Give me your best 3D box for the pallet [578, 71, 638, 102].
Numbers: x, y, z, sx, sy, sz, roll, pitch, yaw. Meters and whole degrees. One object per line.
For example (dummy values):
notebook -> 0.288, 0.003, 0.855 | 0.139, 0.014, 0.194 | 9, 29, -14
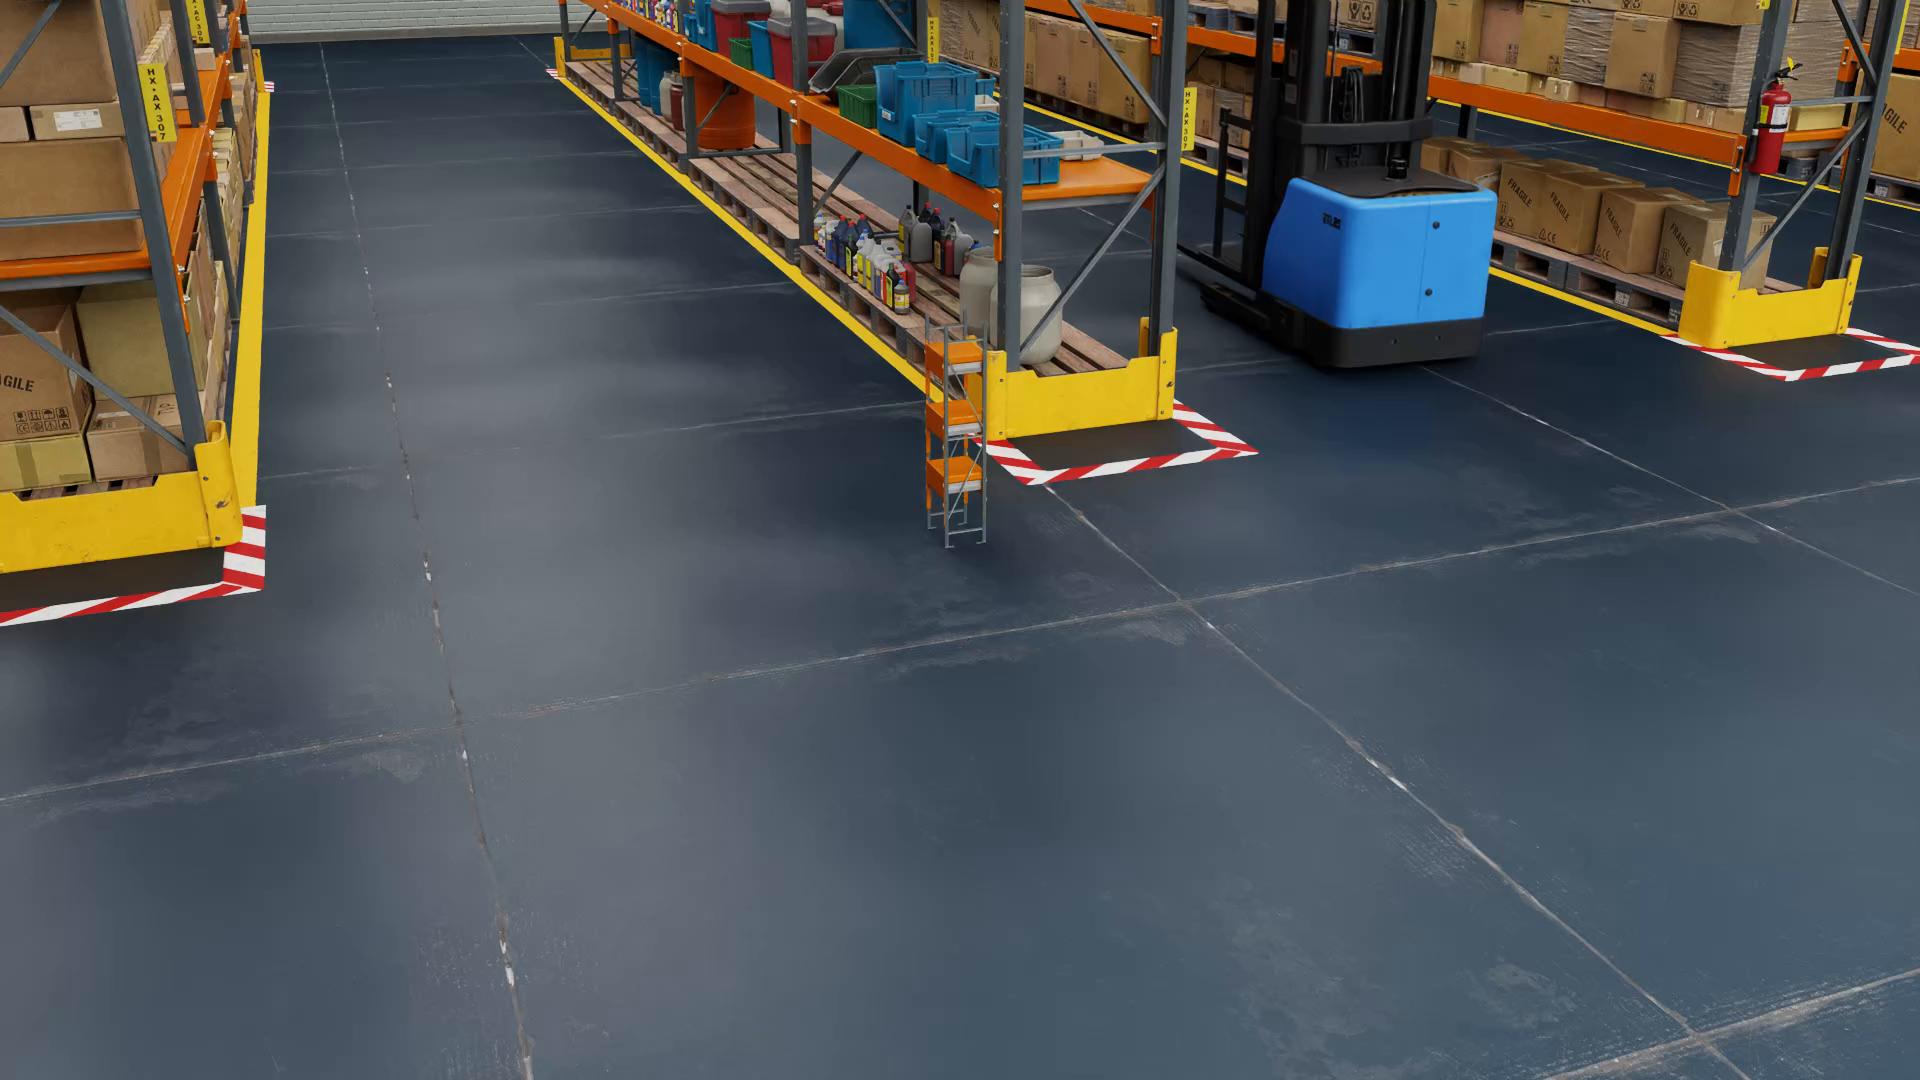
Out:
pallet -> -4.282, -5.815, 21.276 | 1.003, 0.211, 1.213 | -8, 24, -19

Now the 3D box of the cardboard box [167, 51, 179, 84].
cardboard box -> -5.802, -3.328, 11.655 | 0.500, 0.500, 0.500 | -7, 24, -15

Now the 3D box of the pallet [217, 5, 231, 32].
pallet -> -7.465, -4.880, 15.714 | 1.003, 0.211, 1.213 | -8, 24, -19

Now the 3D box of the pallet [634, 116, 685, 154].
pallet -> -2.883, -4.379, 17.869 | 1.003, 0.211, 1.213 | -8, 24, -19

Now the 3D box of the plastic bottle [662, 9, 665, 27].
plastic bottle -> -2.888, -5.172, 16.415 | 0.097, 0.201, 0.097 | 0, 23, 0

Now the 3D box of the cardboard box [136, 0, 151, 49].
cardboard box -> -4.842, -2.927, 9.034 | 0.700, 0.500, 0.500 | -8, 24, -19

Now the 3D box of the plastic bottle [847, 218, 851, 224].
plastic bottle -> -0.783, -2.164, 11.953 | 0.061, 0.283, 0.133 | -8, 24, -19

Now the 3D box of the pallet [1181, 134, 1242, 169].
pallet -> 2.770, -4.051, 17.091 | 1.003, 0.211, 1.213 | -8, 24, -19

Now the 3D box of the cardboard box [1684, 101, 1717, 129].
cardboard box -> 4.940, -2.764, 10.770 | 0.380, 0.149, 0.250 | -8, 24, -19

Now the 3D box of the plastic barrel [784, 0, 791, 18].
plastic barrel -> -1.270, -4.352, 14.038 | 0.433, 0.535, 0.433 | 0, 23, 0

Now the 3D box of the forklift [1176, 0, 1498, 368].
forklift -> 2.322, -2.932, 10.932 | 1.130, 2.935, 3.031 | -7, 24, -16

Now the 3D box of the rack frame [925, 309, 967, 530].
rack frame -> -0.062, -0.548, 7.697 | 0.200, 1.050, 0.008 | -8, 24, -19

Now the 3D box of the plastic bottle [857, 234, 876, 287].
plastic bottle -> -0.611, -1.896, 11.232 | 0.144, 0.351, 0.185 | -9, 24, -19

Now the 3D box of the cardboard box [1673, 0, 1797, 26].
cardboard box -> 4.896, -3.524, 10.449 | 0.500, 0.500, 0.500 | -8, 24, -19

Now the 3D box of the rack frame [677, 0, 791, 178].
rack frame -> -2.138, -4.941, 15.611 | 1.000, 3.000, 0.127 | -8, 24, -19

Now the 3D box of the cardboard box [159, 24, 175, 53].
cardboard box -> -5.064, -3.085, 10.243 | 0.380, 0.149, 0.250 | -8, 24, -19

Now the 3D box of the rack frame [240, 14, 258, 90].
rack frame -> -9.599, -7.170, 20.898 | 1.000, 3.000, 0.127 | -8, 24, -19

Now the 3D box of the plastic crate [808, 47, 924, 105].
plastic crate -> -0.659, -3.251, 11.682 | 0.767, 0.338, 0.504 | -8, 24, -19

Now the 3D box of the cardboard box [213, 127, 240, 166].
cardboard box -> -6.358, -3.291, 13.974 | 0.500, 0.311, 0.500 | -8, 24, -18

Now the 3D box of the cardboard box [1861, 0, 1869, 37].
cardboard box -> 8.150, -5.010, 15.646 | 0.500, 0.500, 0.500 | -8, 24, -19

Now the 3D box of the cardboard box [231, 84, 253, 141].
cardboard box -> -7.400, -4.264, 16.657 | 0.500, 0.500, 0.500 | -8, 24, -18

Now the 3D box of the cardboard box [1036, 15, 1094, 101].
cardboard box -> 1.644, -5.734, 19.687 | 1.225, 0.875, 0.875 | -9, 25, -21

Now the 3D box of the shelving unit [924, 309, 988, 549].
shelving unit -> -0.019, -0.503, 7.592 | 0.215, 1.050, 0.252 | -8, 24, -19

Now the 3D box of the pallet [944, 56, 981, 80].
pallet -> 0.452, -6.520, 22.948 | 1.003, 0.211, 1.213 | -8, 24, -19

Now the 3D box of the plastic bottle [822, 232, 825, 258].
plastic bottle -> -0.951, -2.151, 12.028 | 0.097, 0.201, 0.097 | 0, 23, 0

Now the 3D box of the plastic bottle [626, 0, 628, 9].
plastic bottle -> -3.599, -5.936, 18.137 | 0.097, 0.271, 0.097 | 0, 23, 0

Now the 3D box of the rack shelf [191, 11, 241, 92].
rack shelf -> -7.480, -4.658, 15.866 | 1.077, 0.370, 4.000 | -8, 24, -19

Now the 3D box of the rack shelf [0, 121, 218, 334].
rack shelf -> -4.654, -1.751, 8.969 | 1.077, 0.370, 4.000 | -8, 24, -19

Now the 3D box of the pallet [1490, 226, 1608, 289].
pallet -> 4.614, -2.199, 12.696 | 1.003, 0.211, 1.213 | -8, 24, -19

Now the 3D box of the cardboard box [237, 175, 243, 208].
cardboard box -> -6.174, -2.845, 13.637 | 0.500, 0.250, 0.500 | -9, 24, -20

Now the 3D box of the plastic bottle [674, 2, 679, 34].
plastic bottle -> -2.680, -4.976, 15.843 | 0.061, 0.283, 0.133 | -8, 24, -19

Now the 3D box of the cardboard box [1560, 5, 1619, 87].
cardboard box -> 4.728, -3.453, 11.570 | 0.875, 0.500, 0.500 | -8, 24, -19

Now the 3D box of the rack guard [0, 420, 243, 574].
rack guard -> -3.939, -0.195, 7.570 | 1.175, 0.500, 0.348 | -8, 24, -19

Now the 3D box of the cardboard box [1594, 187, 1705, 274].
cardboard box -> 4.874, -2.197, 11.779 | 0.500, 0.500, 0.500 | -2, 23, -5

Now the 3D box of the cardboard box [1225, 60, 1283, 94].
cardboard box -> 2.957, -4.586, 16.456 | 0.500, 0.250, 0.500 | -6, 23, -13

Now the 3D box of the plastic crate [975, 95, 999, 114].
plastic crate -> 0.086, -2.811, 10.896 | 0.530, 0.136, 0.437 | -8, 24, -19

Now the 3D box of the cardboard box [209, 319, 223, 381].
cardboard box -> -4.457, -1.053, 9.386 | 0.500, 0.250, 0.500 | -8, 24, -19

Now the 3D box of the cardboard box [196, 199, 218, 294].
cardboard box -> -4.826, -1.760, 10.097 | 0.500, 0.500, 0.500 | -8, 24, -19

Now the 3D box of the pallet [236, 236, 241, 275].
pallet -> -6.092, -2.231, 12.771 | 1.003, 0.211, 1.213 | -8, 24, -19

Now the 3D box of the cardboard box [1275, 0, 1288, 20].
cardboard box -> 3.210, -5.025, 15.138 | 0.797, 0.503, 0.637 | -6, 24, -14

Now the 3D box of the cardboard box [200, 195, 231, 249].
cardboard box -> -5.273, -2.179, 11.334 | 0.500, 0.311, 0.500 | -8, 24, -19

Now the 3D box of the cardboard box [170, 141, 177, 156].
cardboard box -> -5.005, -2.504, 9.701 | 0.700, 0.500, 0.500 | -9, 24, -20

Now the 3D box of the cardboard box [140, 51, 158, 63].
cardboard box -> -4.520, -2.527, 8.920 | 0.380, 0.149, 0.250 | -8, 24, -17

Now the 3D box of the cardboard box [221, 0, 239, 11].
cardboard box -> -8.112, -5.985, 17.959 | 0.500, 0.500, 0.500 | -8, 24, -18

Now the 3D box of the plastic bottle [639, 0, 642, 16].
plastic bottle -> -3.320, -5.648, 17.454 | 0.097, 0.271, 0.097 | 0, 23, 0

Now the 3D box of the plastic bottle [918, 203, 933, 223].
plastic bottle -> -0.228, -2.275, 12.130 | 0.144, 0.351, 0.185 | -9, 24, -20

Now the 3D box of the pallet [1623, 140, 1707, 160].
pallet -> 7.807, -4.240, 17.538 | 1.003, 0.211, 1.213 | -8, 24, -19

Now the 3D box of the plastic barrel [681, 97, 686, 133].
plastic barrel -> -2.610, -4.356, 16.886 | 0.421, 0.512, 0.421 | 0, 23, 0

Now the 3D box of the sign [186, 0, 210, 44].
sign -> -4.842, -3.321, 10.552 | 0.100, 0.325, 0.005 | -8, 24, -19

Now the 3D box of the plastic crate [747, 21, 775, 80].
plastic crate -> -1.406, -3.838, 13.015 | 0.392, 0.384, 0.575 | -8, 24, -19

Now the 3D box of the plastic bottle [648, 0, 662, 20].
plastic bottle -> -3.101, -5.486, 16.966 | 0.144, 0.351, 0.185 | -8, 24, -19

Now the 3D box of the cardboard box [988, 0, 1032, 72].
cardboard box -> 0.924, -6.539, 21.598 | 0.875, 0.875, 0.875 | -8, 24, -19

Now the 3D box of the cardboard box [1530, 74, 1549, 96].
cardboard box -> 4.376, -3.304, 12.051 | 0.380, 0.149, 0.250 | -8, 24, -19
